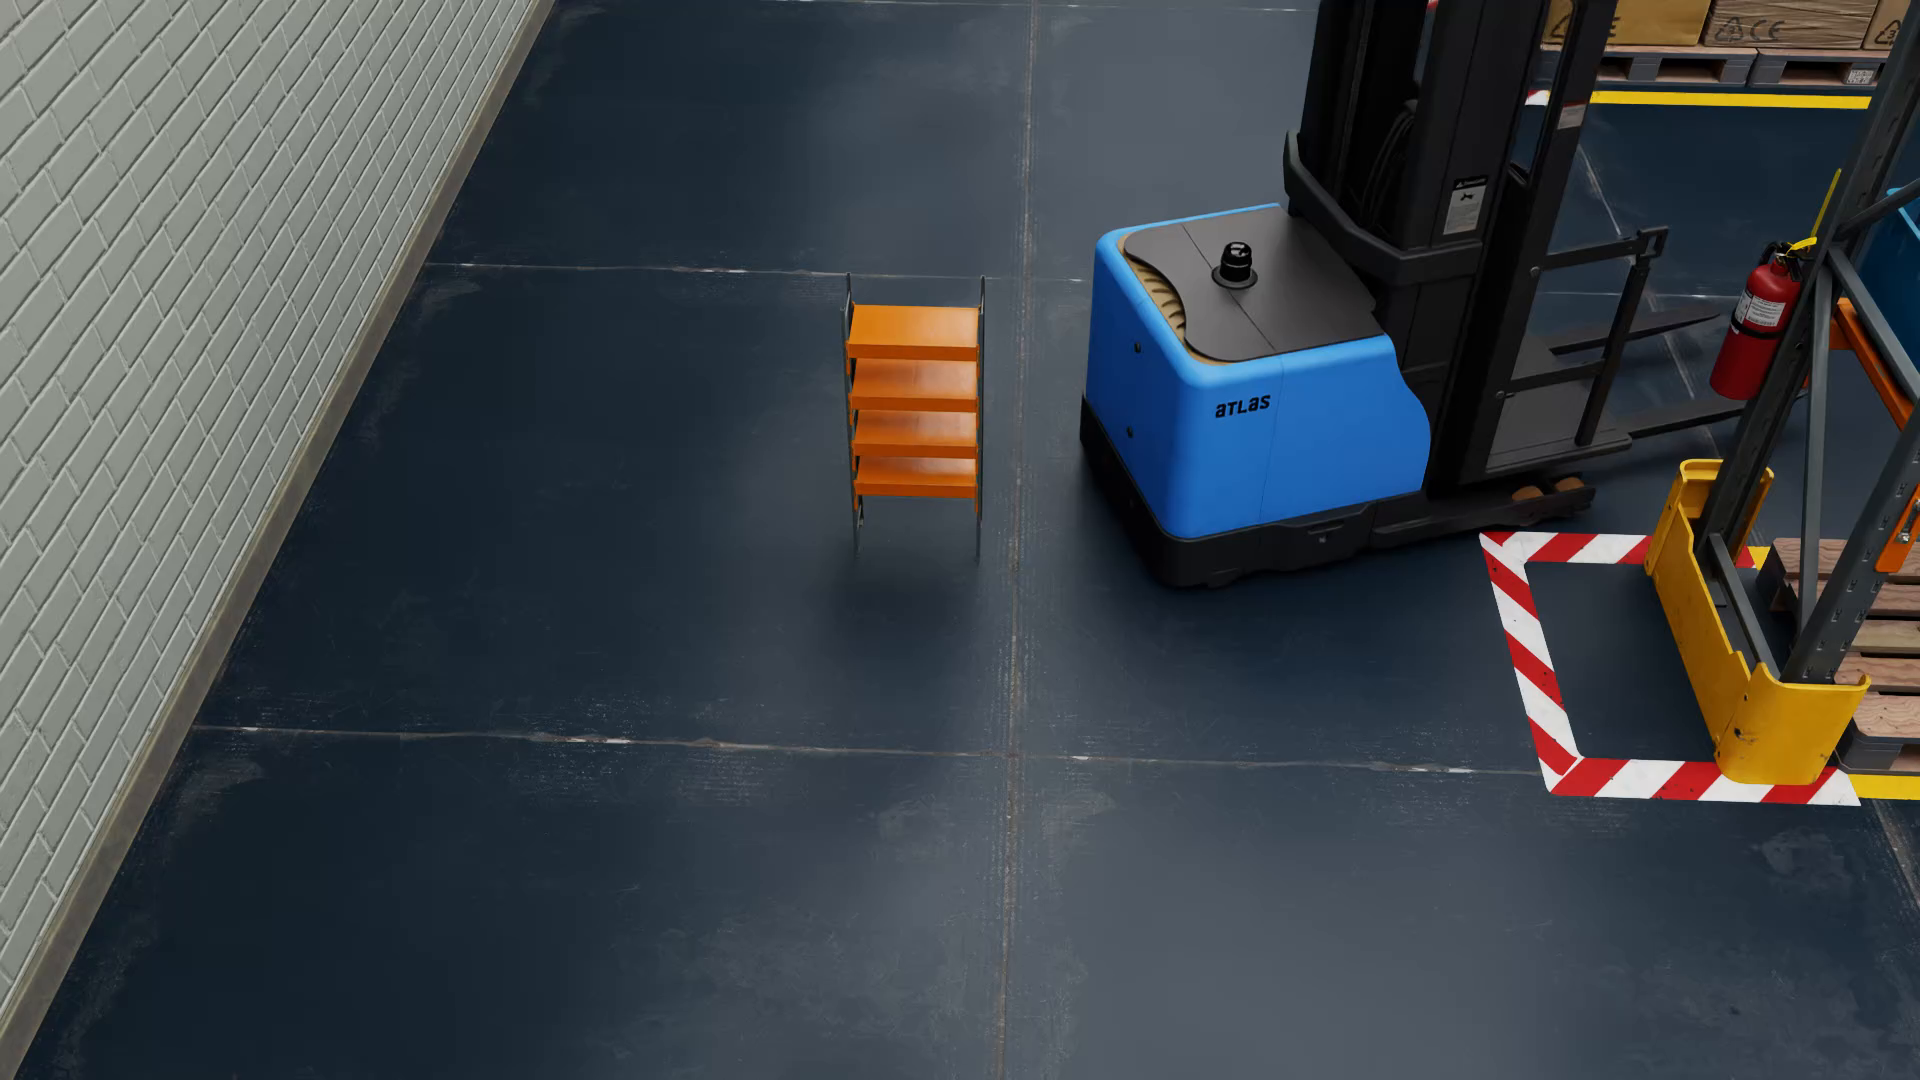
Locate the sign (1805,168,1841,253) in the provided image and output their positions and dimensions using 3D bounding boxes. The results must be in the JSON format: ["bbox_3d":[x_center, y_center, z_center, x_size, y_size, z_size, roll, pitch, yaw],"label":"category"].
[{"bbox_3d":[2.912,-1.081,5.591,0.005,0.325,0.100,2,43,2],"label":"sign"}]

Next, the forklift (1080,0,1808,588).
[{"bbox_3d":[2.087,-1.462,6.169,3.031,2.935,1.130,-12,44,-12],"label":"forklift"}]

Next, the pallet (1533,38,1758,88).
[{"bbox_3d":[3.929,-3.028,9.845,1.213,0.211,1.003,2,43,2],"label":"pallet"}]

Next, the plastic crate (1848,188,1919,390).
[{"bbox_3d":[3.246,-0.798,5.337,0.499,0.435,0.616,2,43,2],"label":"plastic crate"}]

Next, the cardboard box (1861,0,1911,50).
[{"bbox_3d":[5.568,-3.375,9.423,0.875,0.875,0.875,2,43,2],"label":"cardboard box"}]

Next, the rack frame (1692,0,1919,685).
[{"bbox_3d":[2.904,-0.647,5.244,0.127,3.000,1.000,2,43,2],"label":"rack frame"}]

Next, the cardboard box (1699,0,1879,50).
[{"bbox_3d":[4.679,-3.402,9.452,0.875,0.875,0.875,2,43,2],"label":"cardboard box"}]

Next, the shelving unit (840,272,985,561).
[{"bbox_3d":[-0.165,-0.444,6.346,0.503,1.200,0.258,2,43,2],"label":"shelving unit"}]

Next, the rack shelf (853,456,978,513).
[{"bbox_3d":[-0.165,-0.250,6.528,0.480,0.148,0.258,2,43,2],"label":"rack shelf"}]

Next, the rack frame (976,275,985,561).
[{"bbox_3d":[0.078,-0.437,6.338,0.015,1.200,0.240,2,43,2],"label":"rack frame"}]

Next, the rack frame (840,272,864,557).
[{"bbox_3d":[-0.409,-0.452,6.355,0.015,1.200,0.240,2,43,2],"label":"rack frame"}]

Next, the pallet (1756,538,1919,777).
[{"bbox_3d":[3.726,0.425,6.138,1.213,0.211,1.003,2,43,2],"label":"pallet"}]

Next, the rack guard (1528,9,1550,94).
[{"bbox_3d":[3.103,-3.105,9.717,0.348,0.500,1.175,2,43,2],"label":"rack guard"}]

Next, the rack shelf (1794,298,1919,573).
[{"bbox_3d":[4.902,-0.322,5.423,4.000,0.370,1.077,2,43,2],"label":"rack shelf"}]

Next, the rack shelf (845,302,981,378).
[{"bbox_3d":[-0.165,-0.732,6.079,0.480,0.148,0.258,2,43,2],"label":"rack shelf"}]

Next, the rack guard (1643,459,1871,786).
[{"bbox_3d":[2.879,0.276,6.087,0.348,0.500,1.175,2,43,2],"label":"rack guard"}]

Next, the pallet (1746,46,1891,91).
[{"bbox_3d":[5.144,-2.988,9.803,1.213,0.211,1.003,2,43,2],"label":"pallet"}]

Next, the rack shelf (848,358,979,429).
[{"bbox_3d":[-0.165,-0.559,6.240,0.480,0.148,0.258,2,43,2],"label":"rack shelf"}]

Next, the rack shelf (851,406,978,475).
[{"bbox_3d":[-0.165,-0.395,6.392,0.480,0.148,0.258,2,43,2],"label":"rack shelf"}]

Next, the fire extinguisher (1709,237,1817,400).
[{"bbox_3d":[2.773,-0.796,5.734,0.183,0.674,0.296,2,43,2],"label":"fire extinguisher"}]

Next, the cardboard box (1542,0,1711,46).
[{"bbox_3d":[3.770,-3.430,9.482,0.875,0.875,0.875,2,43,2],"label":"cardboard box"}]
